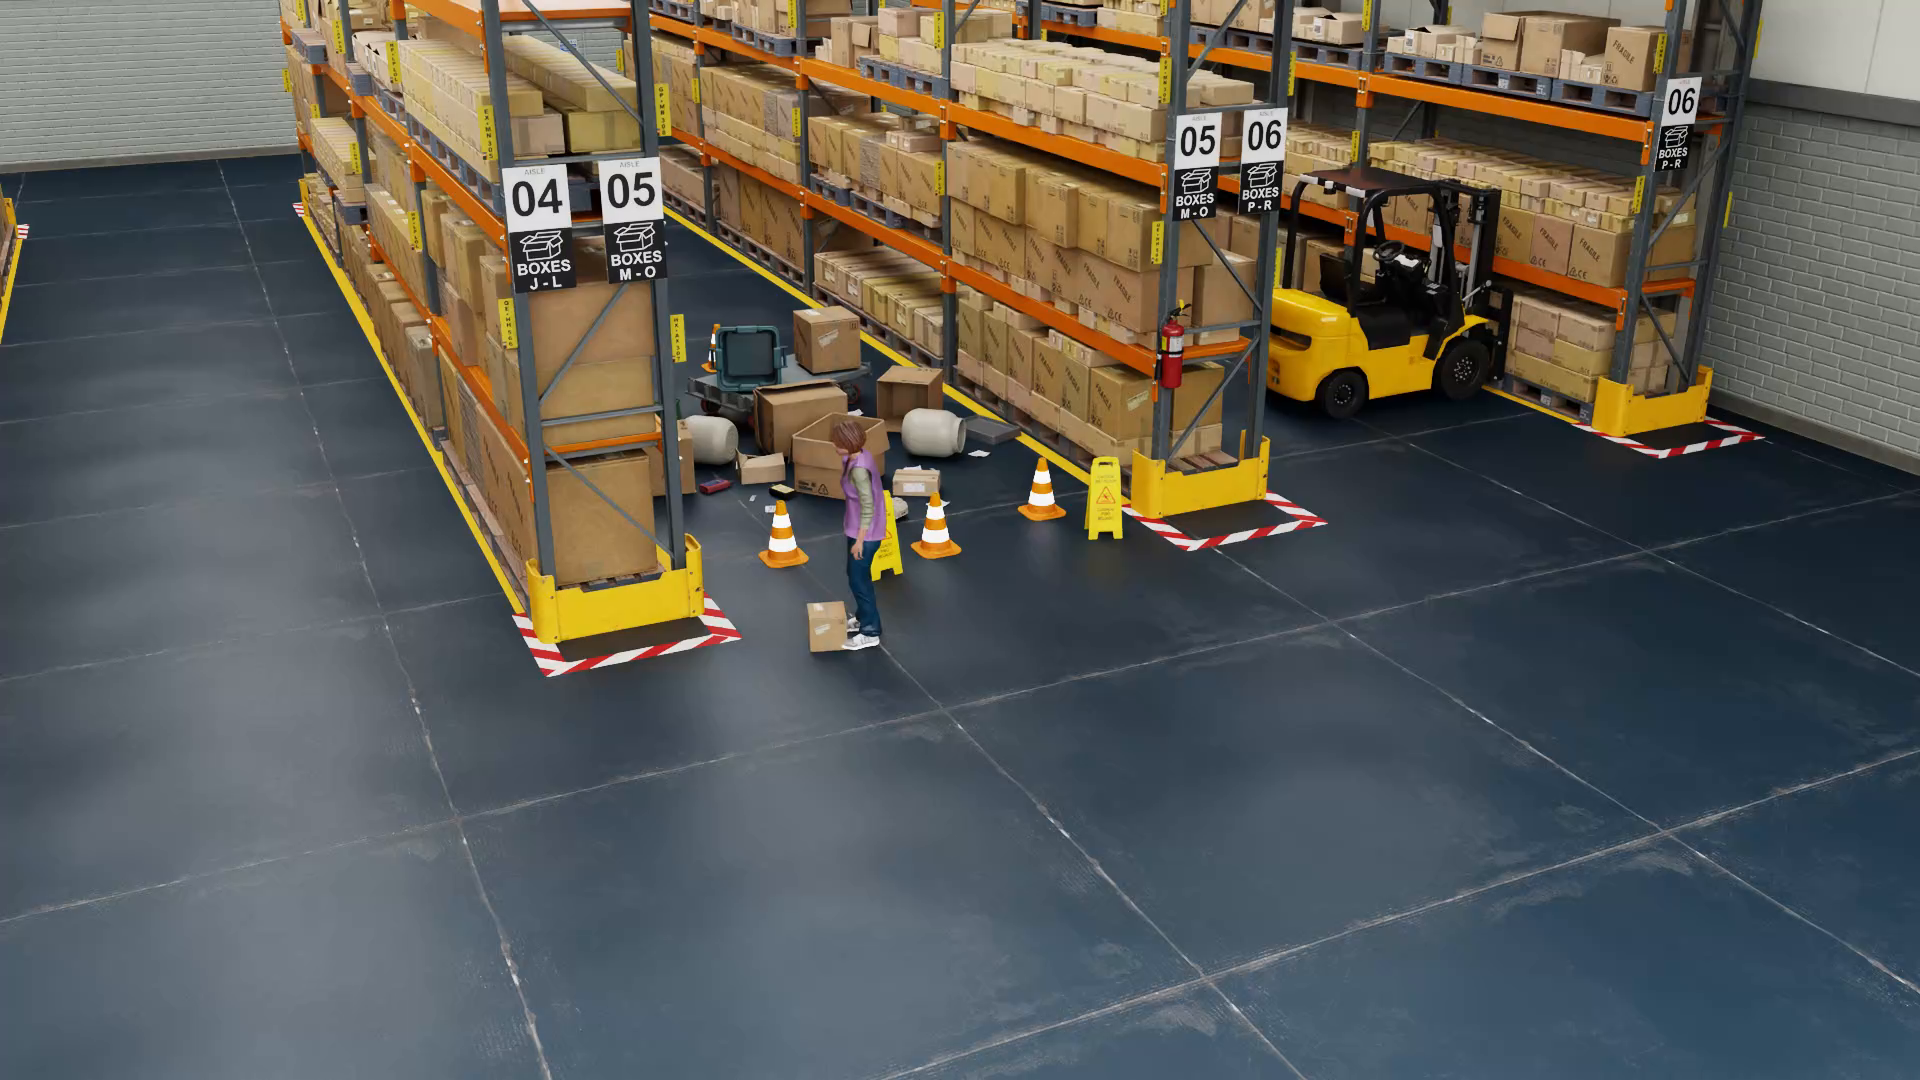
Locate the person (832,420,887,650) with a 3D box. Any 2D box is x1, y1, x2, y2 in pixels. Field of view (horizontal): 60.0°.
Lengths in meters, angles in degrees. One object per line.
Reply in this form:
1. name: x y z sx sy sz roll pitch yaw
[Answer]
1. person: -0.667 -0.043 11.114 0.343 1.582 0.461 -3 23 -7
